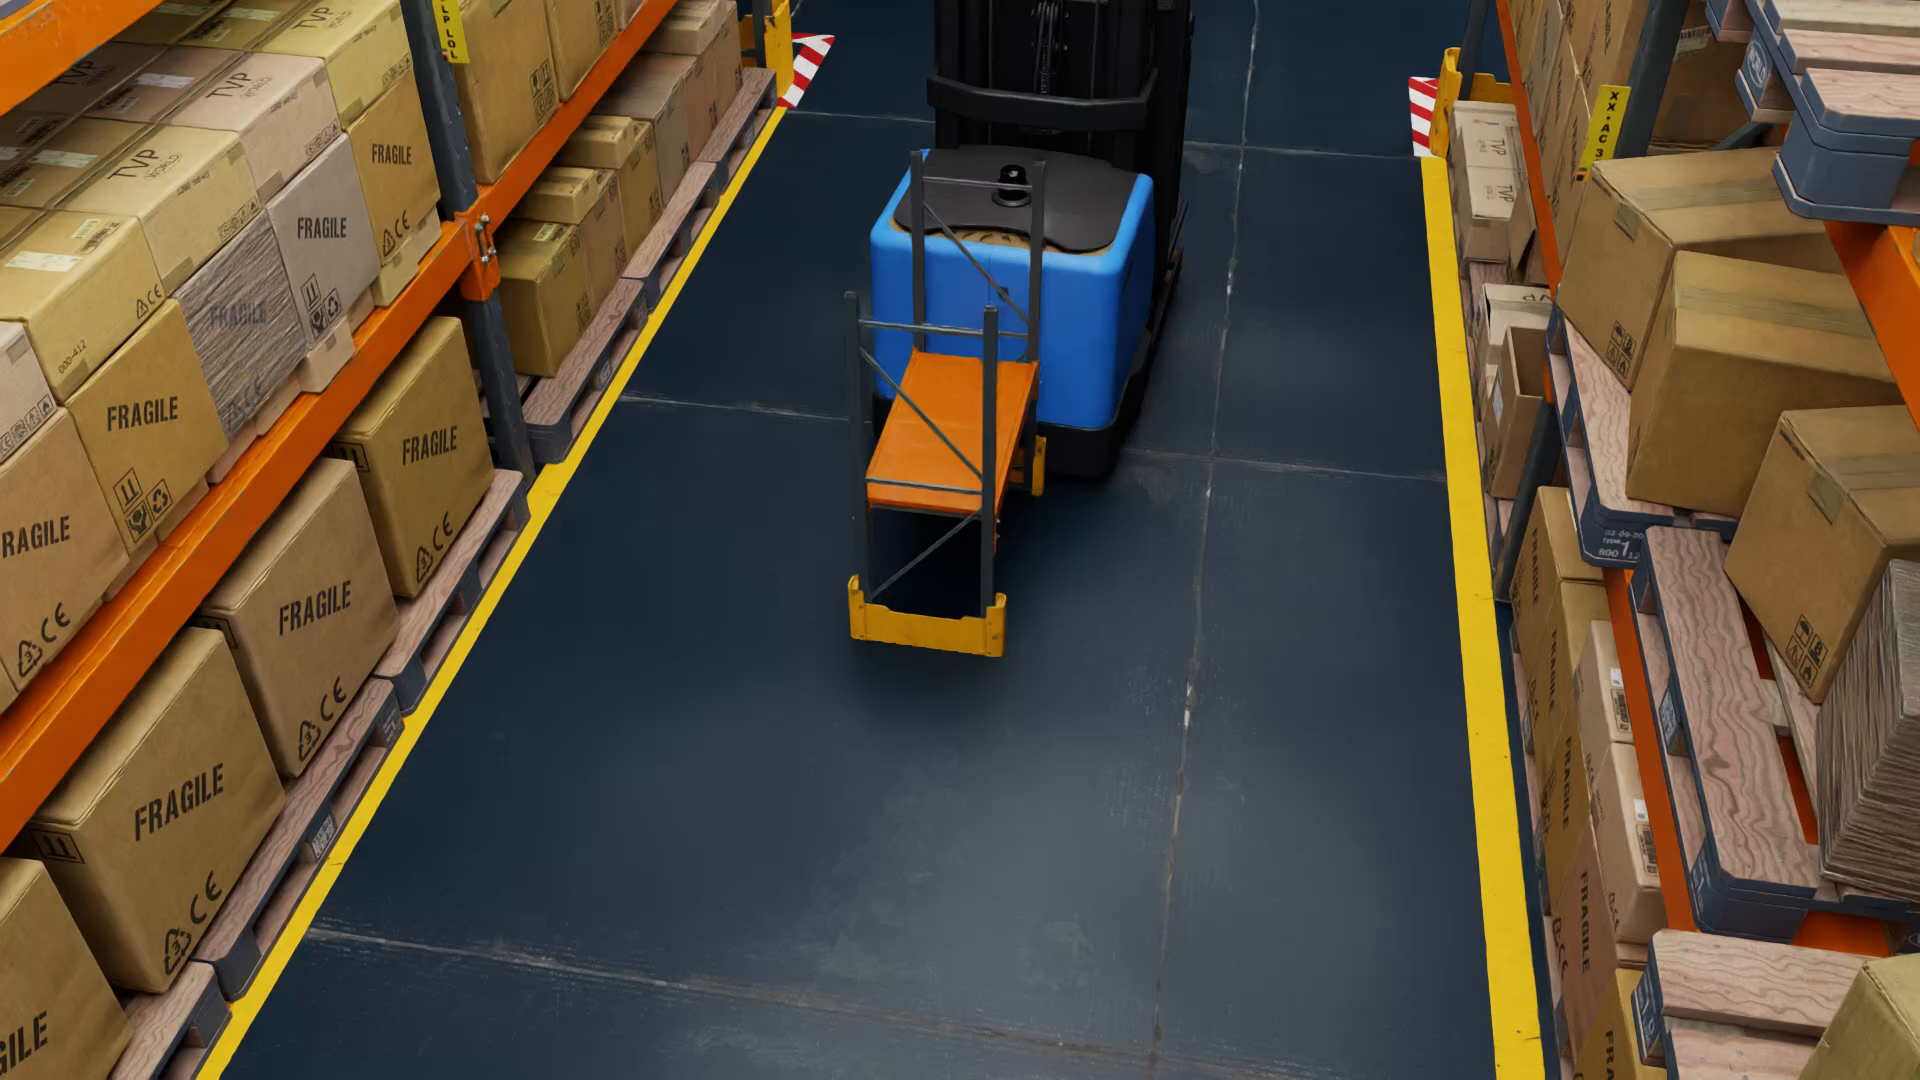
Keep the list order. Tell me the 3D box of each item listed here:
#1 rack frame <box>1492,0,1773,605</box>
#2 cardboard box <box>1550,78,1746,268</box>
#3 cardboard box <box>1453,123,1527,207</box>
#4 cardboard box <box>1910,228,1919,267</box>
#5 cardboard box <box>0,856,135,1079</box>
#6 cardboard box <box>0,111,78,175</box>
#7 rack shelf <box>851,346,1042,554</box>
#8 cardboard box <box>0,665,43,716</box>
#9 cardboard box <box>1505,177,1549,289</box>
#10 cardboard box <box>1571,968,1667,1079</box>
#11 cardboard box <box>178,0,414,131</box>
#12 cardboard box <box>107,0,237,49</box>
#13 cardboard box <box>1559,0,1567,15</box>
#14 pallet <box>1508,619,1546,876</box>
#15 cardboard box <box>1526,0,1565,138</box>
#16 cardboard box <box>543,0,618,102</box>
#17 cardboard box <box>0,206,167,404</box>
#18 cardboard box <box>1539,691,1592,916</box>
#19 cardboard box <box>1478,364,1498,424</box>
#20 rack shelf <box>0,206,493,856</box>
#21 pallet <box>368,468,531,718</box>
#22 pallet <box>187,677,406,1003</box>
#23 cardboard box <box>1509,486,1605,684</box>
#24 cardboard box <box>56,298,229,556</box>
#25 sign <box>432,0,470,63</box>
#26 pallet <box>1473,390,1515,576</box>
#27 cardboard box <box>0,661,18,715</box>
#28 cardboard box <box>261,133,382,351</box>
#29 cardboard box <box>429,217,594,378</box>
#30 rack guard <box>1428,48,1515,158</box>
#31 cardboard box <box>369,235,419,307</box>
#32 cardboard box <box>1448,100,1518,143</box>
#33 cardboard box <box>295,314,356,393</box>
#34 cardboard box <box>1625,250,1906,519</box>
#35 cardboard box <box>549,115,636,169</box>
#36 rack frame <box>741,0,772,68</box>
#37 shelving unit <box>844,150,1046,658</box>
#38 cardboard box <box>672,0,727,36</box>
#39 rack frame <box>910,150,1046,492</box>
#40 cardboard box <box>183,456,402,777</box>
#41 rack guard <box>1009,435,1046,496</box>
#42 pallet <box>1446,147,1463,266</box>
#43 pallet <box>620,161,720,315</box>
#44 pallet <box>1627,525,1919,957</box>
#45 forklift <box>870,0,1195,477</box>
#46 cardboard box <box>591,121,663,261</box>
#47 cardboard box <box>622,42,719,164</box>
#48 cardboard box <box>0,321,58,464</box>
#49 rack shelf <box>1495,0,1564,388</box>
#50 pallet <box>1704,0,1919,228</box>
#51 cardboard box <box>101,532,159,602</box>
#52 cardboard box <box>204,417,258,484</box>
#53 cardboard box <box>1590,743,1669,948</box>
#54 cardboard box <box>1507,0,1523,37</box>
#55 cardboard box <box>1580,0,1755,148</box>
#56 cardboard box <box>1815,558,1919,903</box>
[{"bbox_3d":[2.576,-0.895,5.479,1.000,3.000,0.127,6,40,8],"label":"rack frame"},{"bbox_3d":[2.410,-1.276,5.861,0.500,0.500,0.500,7,40,8],"label":"cardboard box"},{"bbox_3d":[2.809,-1.892,8.497,0.500,0.250,0.500,6,40,8],"label":"cardboard box"},{"bbox_3d":[2.105,-0.503,2.572,0.910,0.500,0.500,6,40,8],"label":"cardboard box"},{"bbox_3d":[-2.739,1.291,4.192,0.750,0.750,0.750,6,40,7],"label":"cardboard box"},{"bbox_3d":[-2.805,-0.985,4.671,0.500,0.250,0.500,5,40,6],"label":"cardboard box"},{"bbox_3d":[-0.031,-0.364,6.296,0.538,0.185,1.000,7,40,8],"label":"rack shelf"},{"bbox_3d":[-2.570,0.329,4.179,0.380,0.149,0.250,7,40,9],"label":"cardboard box"},{"bbox_3d":[2.897,-1.282,7.561,0.797,0.503,0.637,6,40,8],"label":"cardboard box"},{"bbox_3d":[1.905,1.471,4.233,0.500,0.500,0.500,5,40,6],"label":"cardboard box"},{"bbox_3d":[-2.132,-1.568,5.376,0.500,0.250,0.500,7,40,9],"label":"cardboard box"},{"bbox_3d":[-2.639,-1.629,5.450,0.500,0.250,0.500,8,40,9],"label":"cardboard box"},{"bbox_3d":[2.582,-2.303,6.318,0.500,0.500,0.500,7,40,8],"label":"cardboard box"},{"bbox_3d":[2.473,0.694,5.745,1.003,0.211,1.213,6,40,8],"label":"pallet"},{"bbox_3d":[2.585,-1.922,6.642,0.500,0.500,0.500,7,40,9],"label":"cardboard box"},{"bbox_3d":[-2.061,-2.351,7.004,0.980,0.700,0.700,5,40,7],"label":"cardboard box"},{"bbox_3d":[-2.406,-0.608,4.215,0.500,0.250,0.500,6,40,7],"label":"cardboard box"},{"bbox_3d":[2.078,0.824,5.016,0.500,0.500,0.500,7,40,8],"label":"cardboard box"},{"bbox_3d":[2.401,-0.597,7.010,0.380,0.149,0.250,6,40,8],"label":"cardboard box"},{"bbox_3d":[-2.649,0.093,4.848,1.077,0.370,4.000,6,40,8],"label":"rack shelf"},{"bbox_3d":[-2.362,0.128,6.429,1.003,0.211,1.213,6,40,8],"label":"pallet"},{"bbox_3d":[-2.571,0.896,5.501,1.003,0.211,1.213,6,40,8],"label":"pallet"},{"bbox_3d":[2.253,0.175,5.800,0.500,0.500,0.500,5,40,6],"label":"cardboard box"},{"bbox_3d":[-2.390,-0.333,4.471,0.500,0.500,0.500,7,40,9],"label":"cardboard box"},{"bbox_3d":[-1.767,-1.801,5.728,0.100,0.325,0.005,6,40,8],"label":"sign"},{"bbox_3d":[2.696,-0.251,6.889,1.003,0.211,1.213,6,40,8],"label":"pallet"},{"bbox_3d":[-2.559,0.306,3.698,0.500,0.500,0.500,8,40,9],"label":"cardboard box"},{"bbox_3d":[-2.213,-0.961,5.231,0.500,0.500,0.500,7,40,8],"label":"cardboard box"},{"bbox_3d":[-2.073,-1.096,7.353,0.700,0.500,0.500,7,40,8],"label":"cardboard box"},{"bbox_3d":[3.256,-2.395,9.254,1.175,0.500,0.348,6,40,8],"label":"rack guard"},{"bbox_3d":[-2.103,-0.946,5.721,0.380,0.149,0.250,7,40,8],"label":"cardboard box"},{"bbox_3d":[2.858,-2.252,9.011,0.380,0.149,0.250,6,40,8],"label":"cardboard box"},{"bbox_3d":[-2.180,-0.616,5.322,0.380,0.149,0.250,6,40,8],"label":"cardboard box"},{"bbox_3d":[2.218,-0.384,4.453,0.700,0.500,0.500,12,41,15],"label":"cardboard box"},{"bbox_3d":[-1.744,-1.868,7.778,0.380,0.149,0.250,5,40,6],"label":"cardboard box"},{"bbox_3d":[-1.611,-3.949,9.173,1.000,3.000,0.127,6,40,8],"label":"rack frame"},{"bbox_3d":[-0.029,-0.509,6.188,0.587,1.500,1.083,7,40,8],"label":"shelving unit"},{"bbox_3d":[-1.476,-2.847,8.962,0.380,0.149,0.250,6,40,7],"label":"cardboard box"},{"bbox_3d":[0.064,-0.821,6.566,0.500,1.500,0.032,7,40,8],"label":"rack frame"},{"bbox_3d":[-2.438,0.208,5.502,0.750,0.750,0.750,8,40,9],"label":"cardboard box"},{"bbox_3d":[0.064,-0.339,6.963,0.587,0.250,0.087,7,40,8],"label":"rack guard"},{"bbox_3d":[3.119,-1.783,8.741,1.003,0.211,1.213,6,40,8],"label":"pallet"},{"bbox_3d":[-1.886,-1.601,8.521,1.003,0.211,1.213,6,40,8],"label":"pallet"},{"bbox_3d":[2.216,0.468,3.980,1.003,0.211,1.213,6,40,8],"label":"pallet"},{"bbox_3d":[0.489,-2.341,7.281,1.130,2.935,3.031,9,40,11],"label":"forklift"},{"bbox_3d":[-1.891,-1.732,8.123,0.700,0.500,0.500,7,40,9],"label":"cardboard box"},{"bbox_3d":[-1.720,-2.384,8.911,0.700,0.500,0.500,6,40,8],"label":"cardboard box"},{"bbox_3d":[-2.488,-0.287,3.827,0.500,0.250,0.500,7,40,8],"label":"cardboard box"},{"bbox_3d":[2.923,-1.873,7.226,1.077,0.370,4.000,6,40,8],"label":"rack shelf"},{"bbox_3d":[2.218,-0.926,3.310,1.213,0.211,1.003,6,40,8],"label":"pallet"},{"bbox_3d":[-2.455,0.015,4.559,0.380,0.149,0.250,7,40,8],"label":"cardboard box"},{"bbox_3d":[-2.346,-0.314,4.957,0.380,0.149,0.250,5,40,6],"label":"cardboard box"},{"bbox_3d":[1.993,0.829,4.422,0.500,0.250,0.500,6,40,7],"label":"cardboard box"},{"bbox_3d":[2.758,-2.556,7.409,0.500,0.500,0.500,6,40,8],"label":"cardboard box"},{"bbox_3d":[2.409,-1.665,5.547,0.500,0.500,0.500,7,40,8],"label":"cardboard box"},{"bbox_3d":[2.229,0.454,3.439,0.700,0.500,0.500,14,42,16],"label":"cardboard box"}]
